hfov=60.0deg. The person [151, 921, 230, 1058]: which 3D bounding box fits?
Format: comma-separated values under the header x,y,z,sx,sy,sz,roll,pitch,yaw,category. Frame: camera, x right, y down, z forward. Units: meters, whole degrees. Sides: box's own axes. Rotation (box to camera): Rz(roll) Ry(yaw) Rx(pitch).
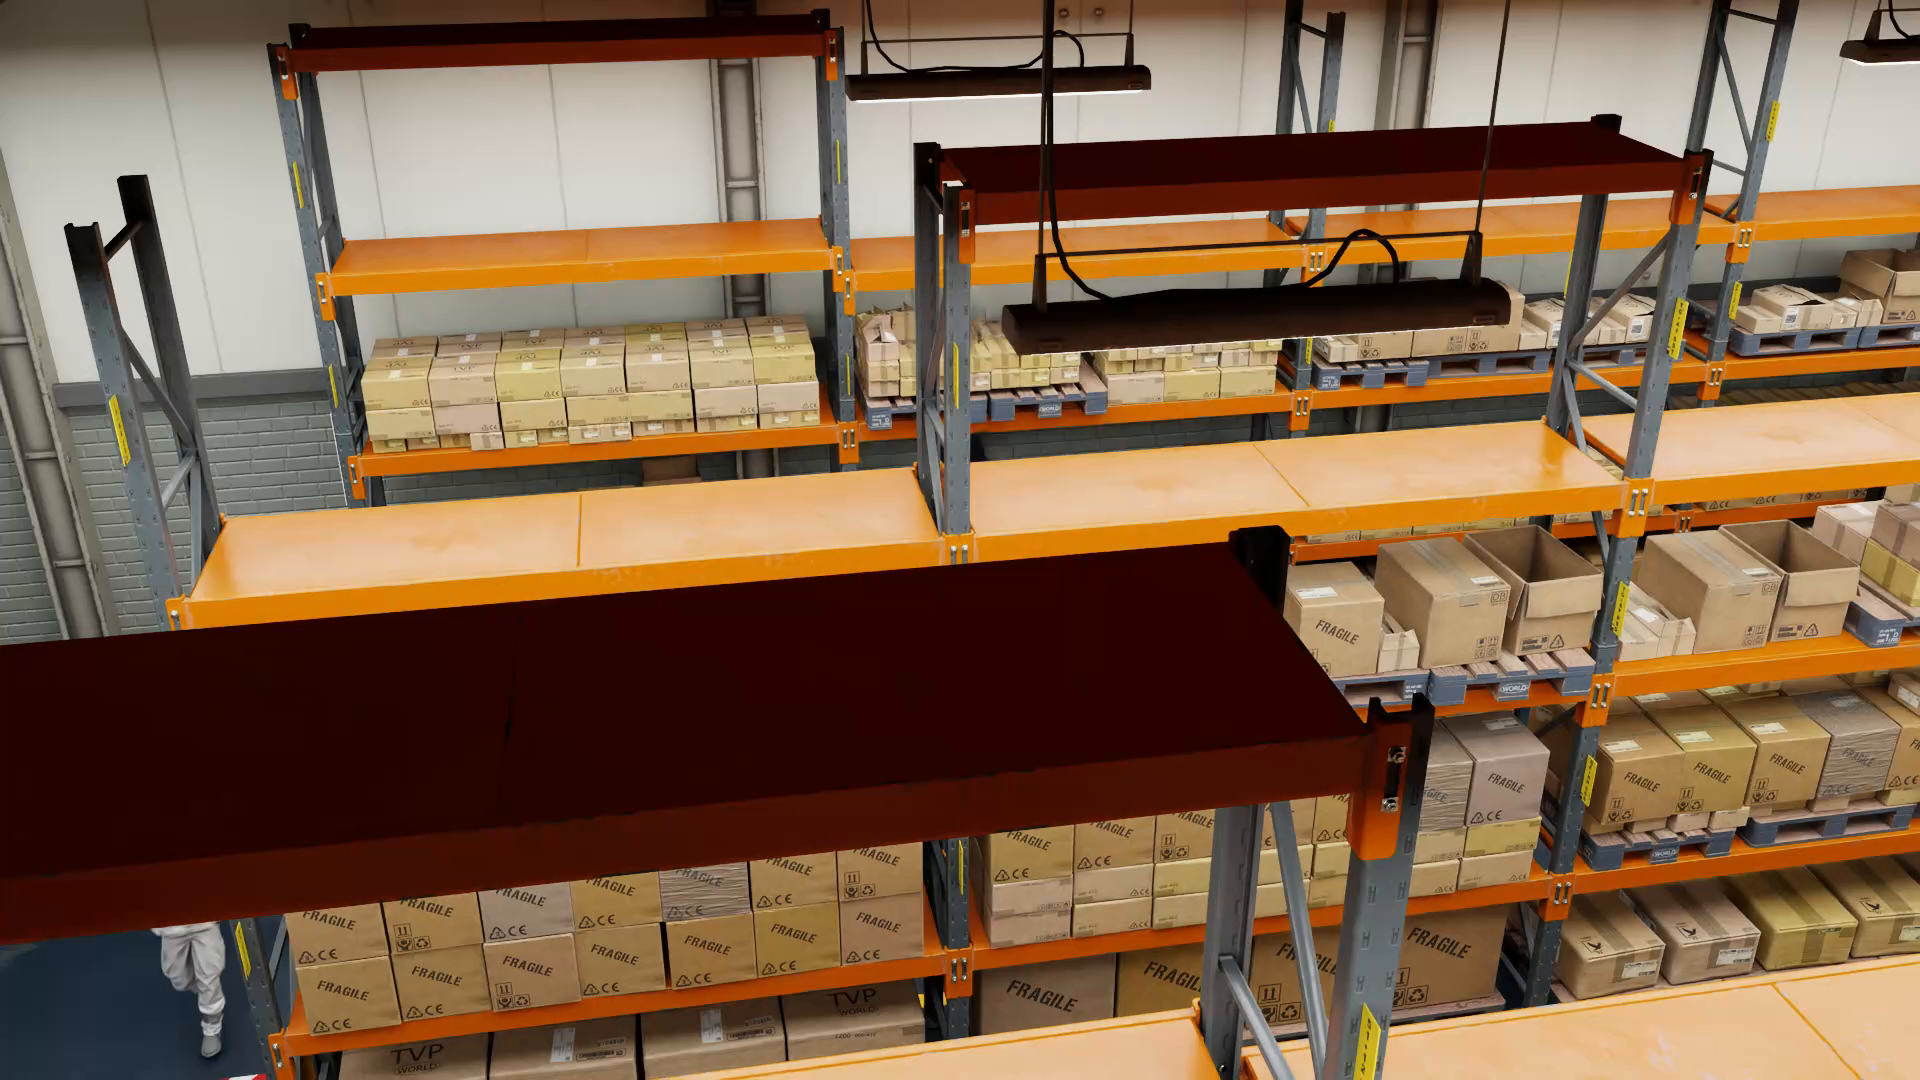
x,y,z,sx,sy,sz,roll,pitch,yaw,category
-5.122,2.527,11.048,0.658,1.758,0.790,-11,28,-21,person
